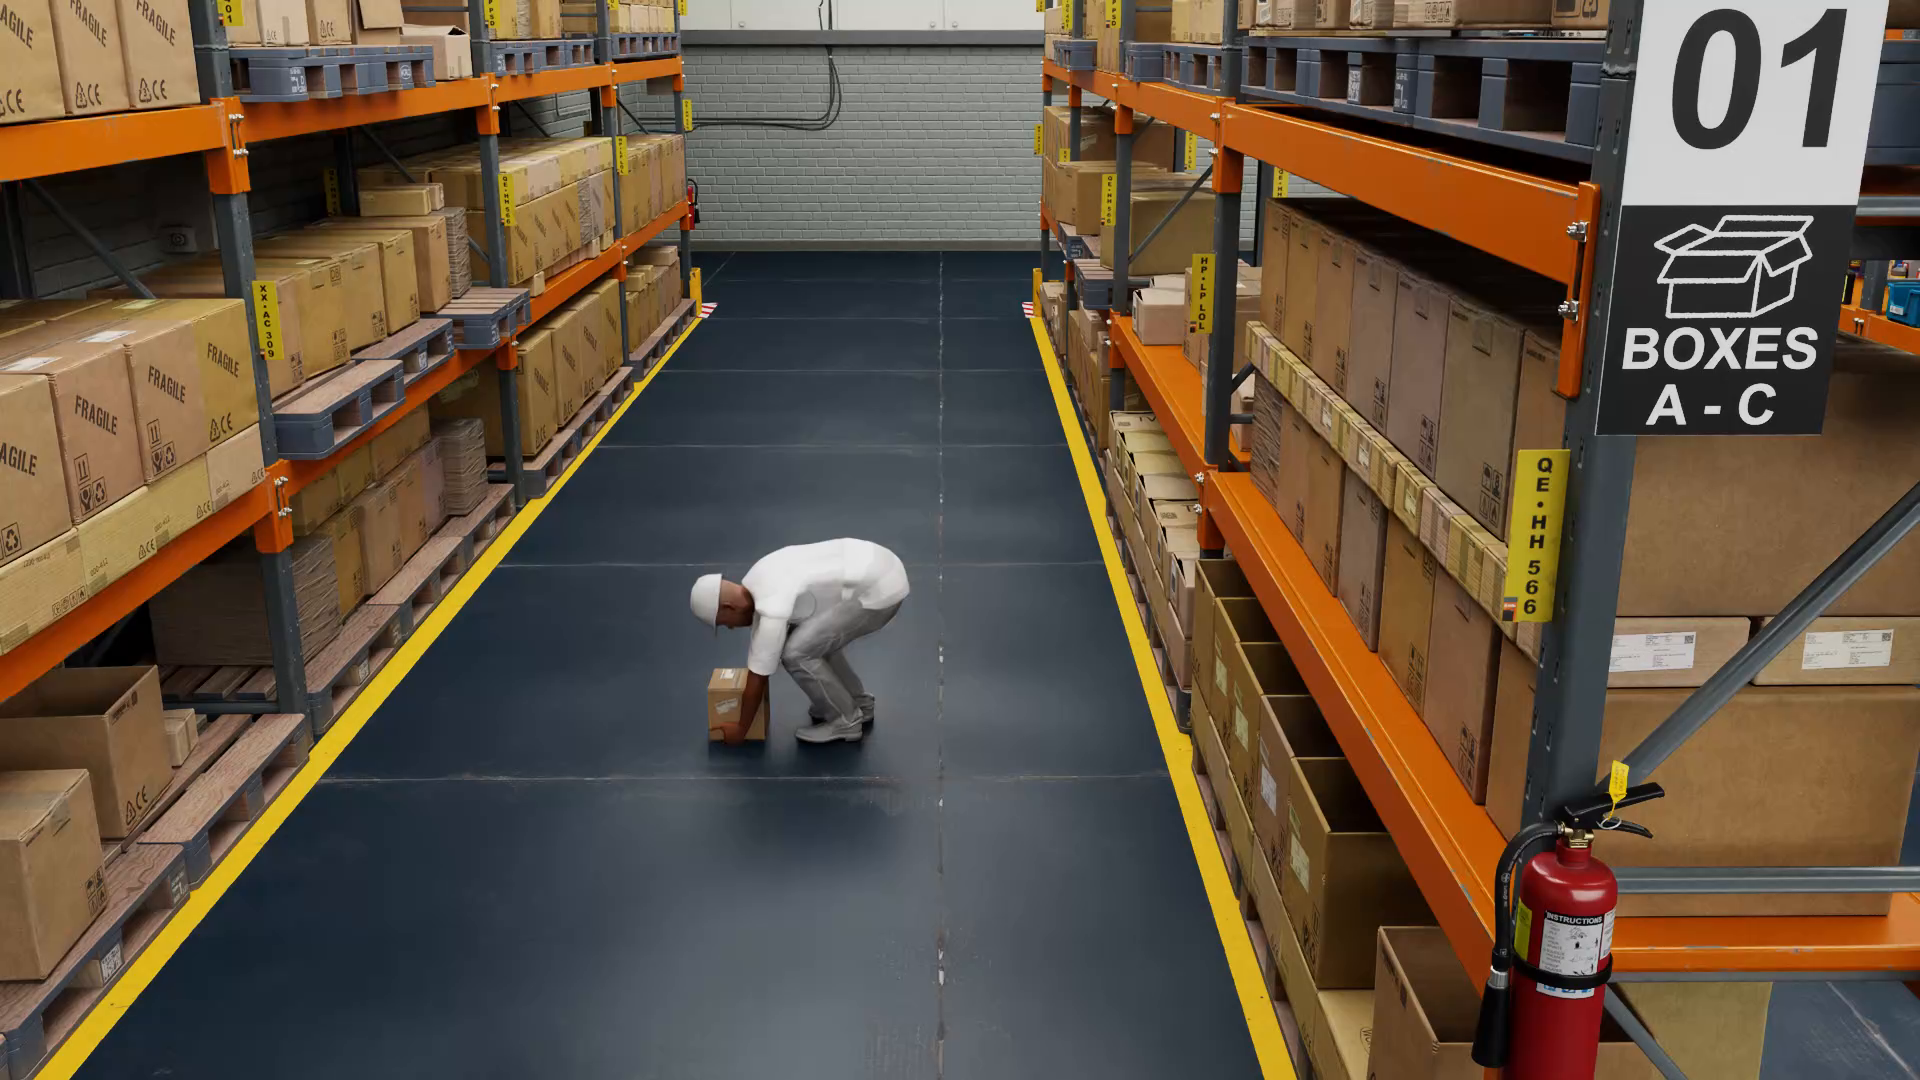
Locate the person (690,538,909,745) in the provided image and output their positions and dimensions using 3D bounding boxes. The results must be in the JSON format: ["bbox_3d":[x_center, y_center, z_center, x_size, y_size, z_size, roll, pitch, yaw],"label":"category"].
[{"bbox_3d":[-0.716,0.453,7.518,0.977,0.907,0.515,-1,17,-3],"label":"person"}]
